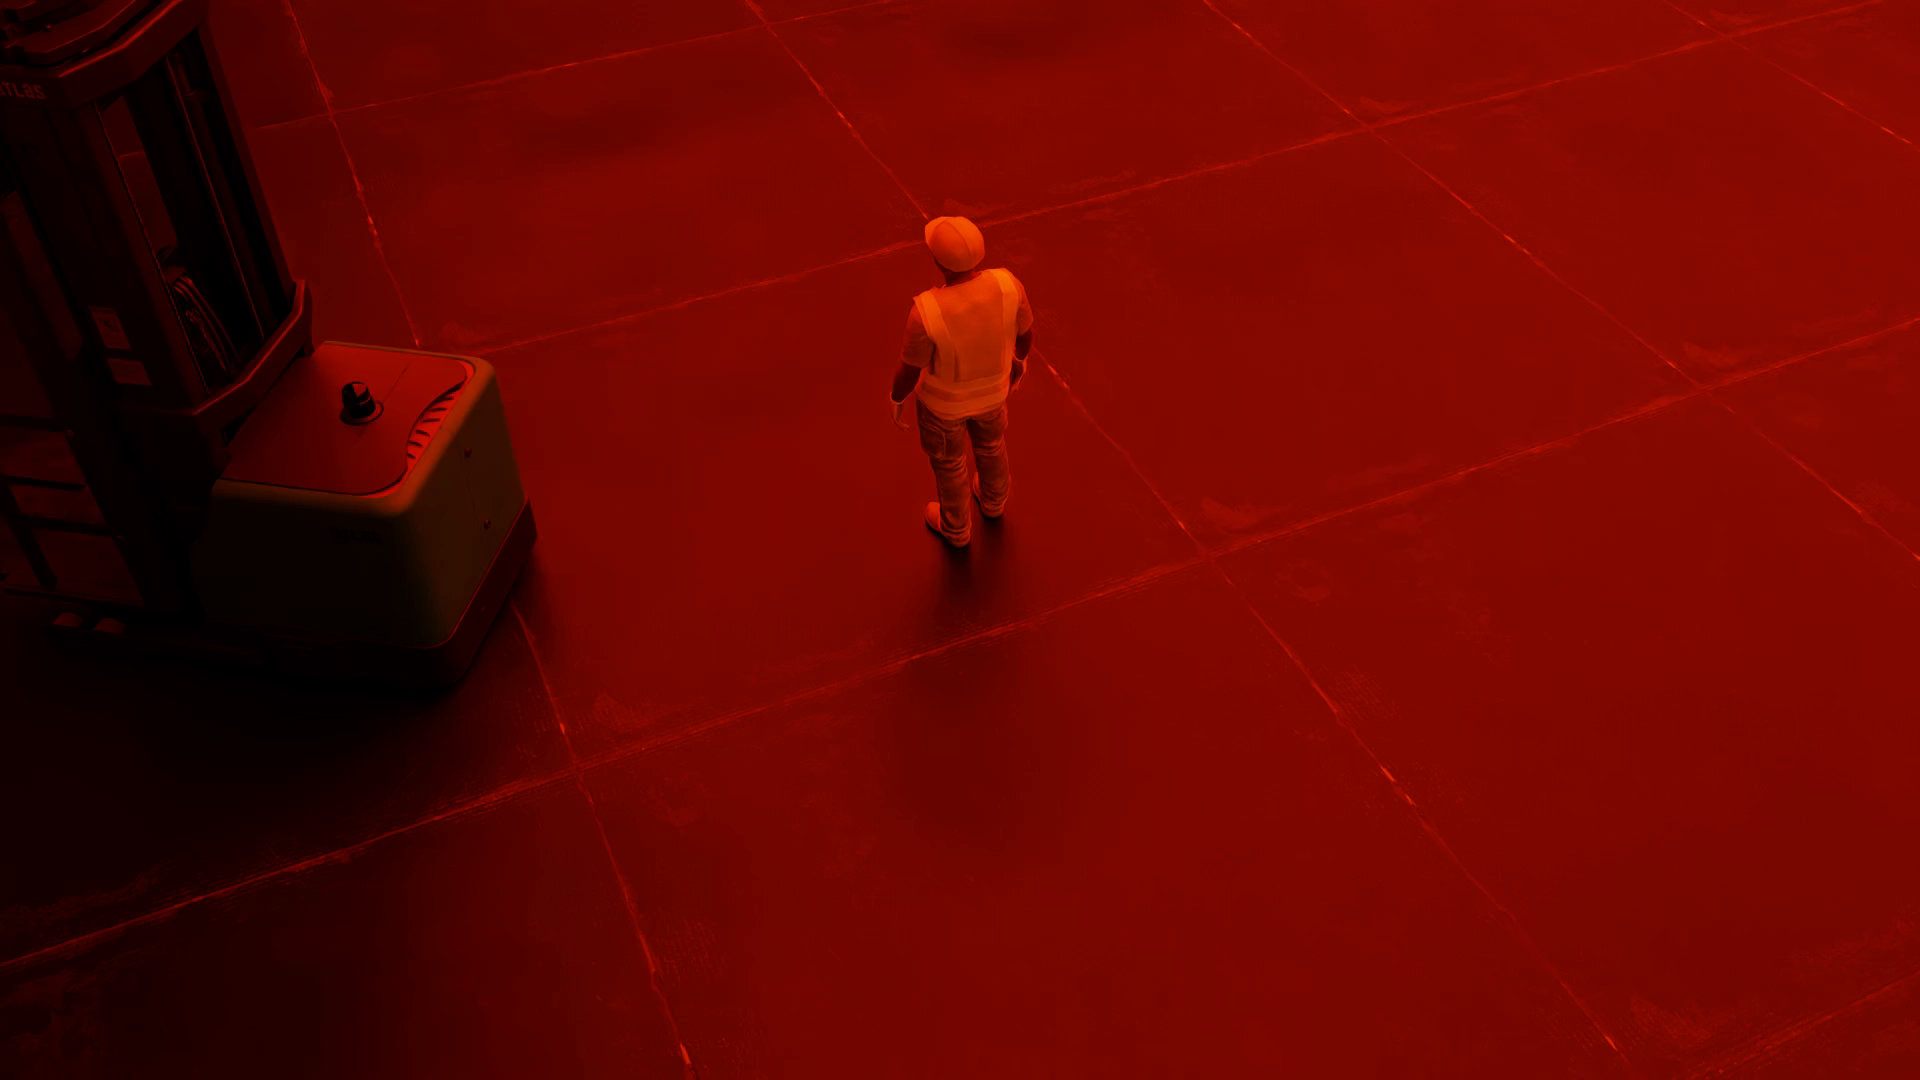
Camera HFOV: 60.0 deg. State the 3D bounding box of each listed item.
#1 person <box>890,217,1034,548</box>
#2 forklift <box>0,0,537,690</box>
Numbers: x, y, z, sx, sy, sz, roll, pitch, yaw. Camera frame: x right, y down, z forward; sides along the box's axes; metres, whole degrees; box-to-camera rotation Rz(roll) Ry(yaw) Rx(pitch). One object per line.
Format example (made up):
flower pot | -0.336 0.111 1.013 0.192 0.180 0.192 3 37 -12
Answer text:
person | -0.022 -0.704 7.265 0.656 1.782 0.577 -18 46 -18
forklift | -3.534 -0.916 6.662 3.031 2.935 1.130 7 43 7
